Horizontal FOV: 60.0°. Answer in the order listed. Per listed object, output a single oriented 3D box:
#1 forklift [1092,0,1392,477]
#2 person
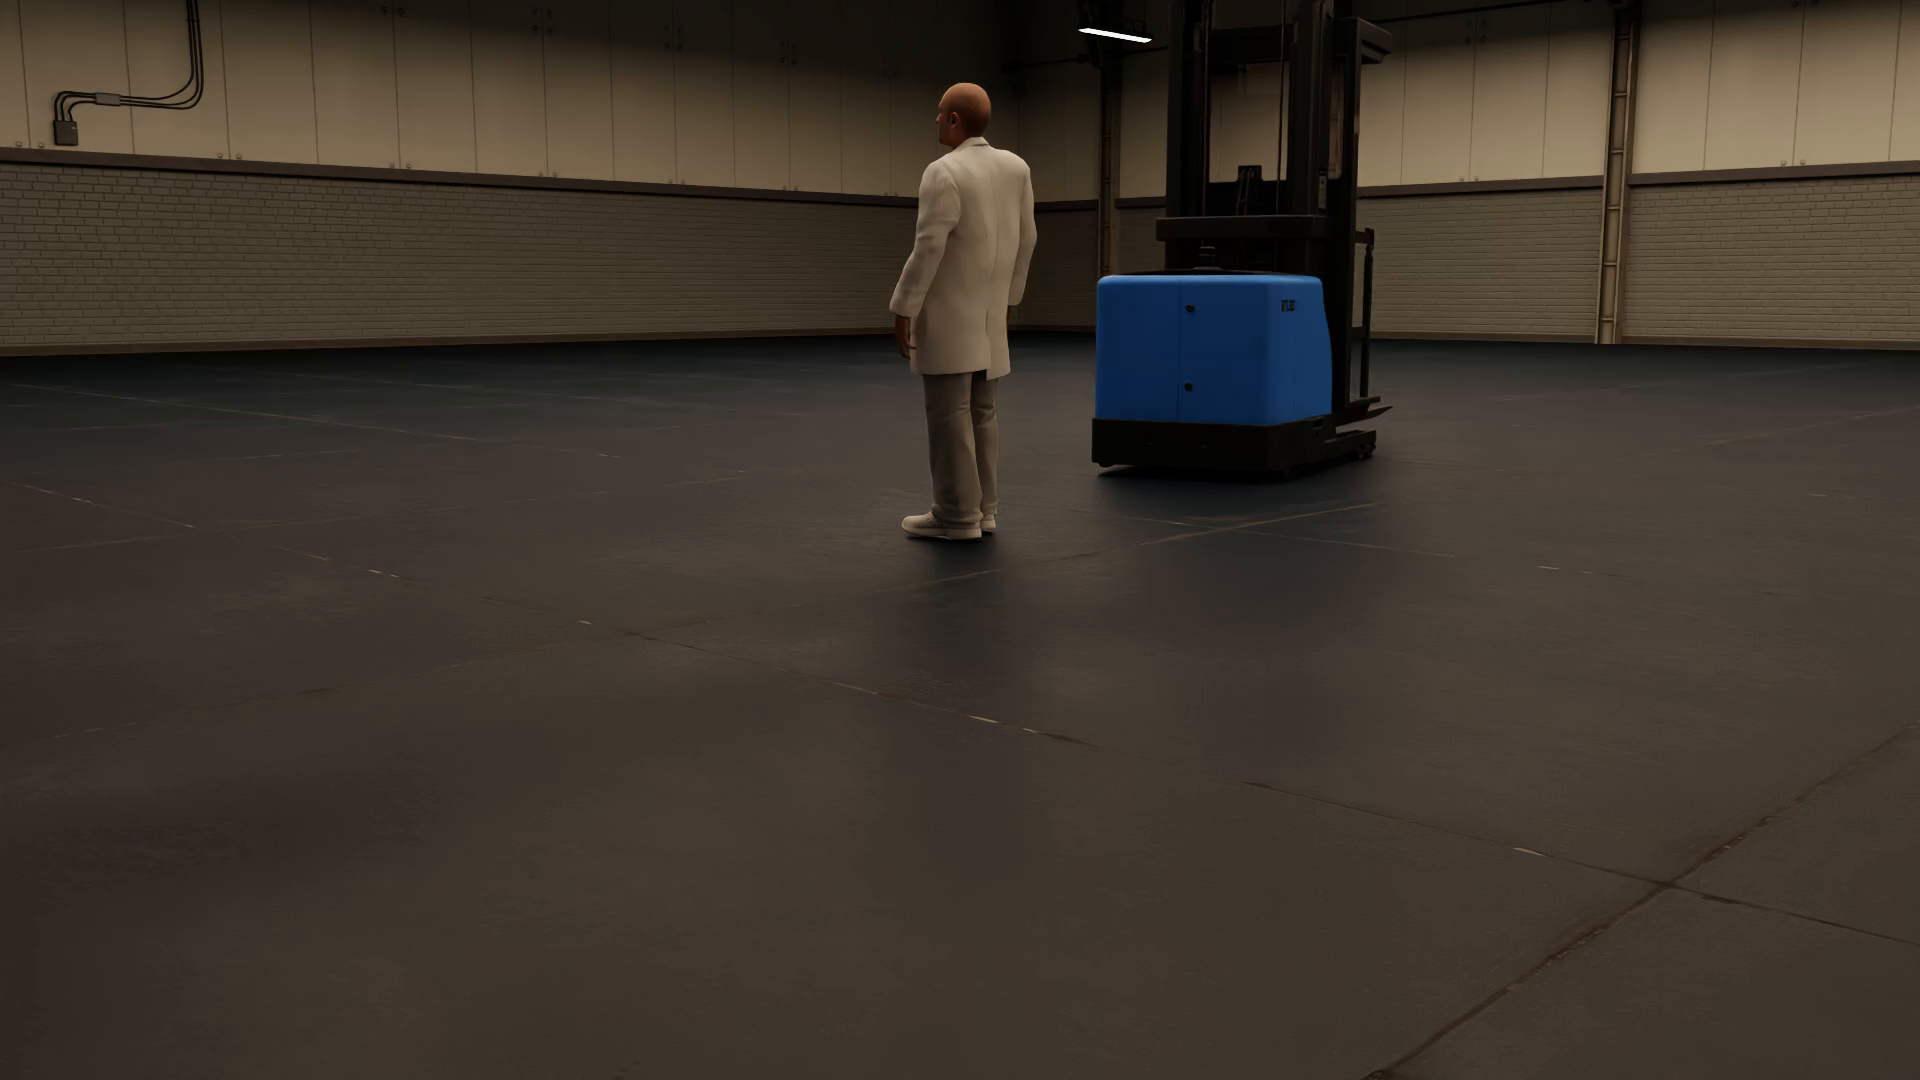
[{"bbox_3d":[1.875,-1.957,9.871,1.130,2.935,3.031,5,10,29],"label":"forklift"},{"bbox_3d":[-0.061,-0.896,6.649,0.581,1.776,0.696,8,12,43],"label":"person"}]
